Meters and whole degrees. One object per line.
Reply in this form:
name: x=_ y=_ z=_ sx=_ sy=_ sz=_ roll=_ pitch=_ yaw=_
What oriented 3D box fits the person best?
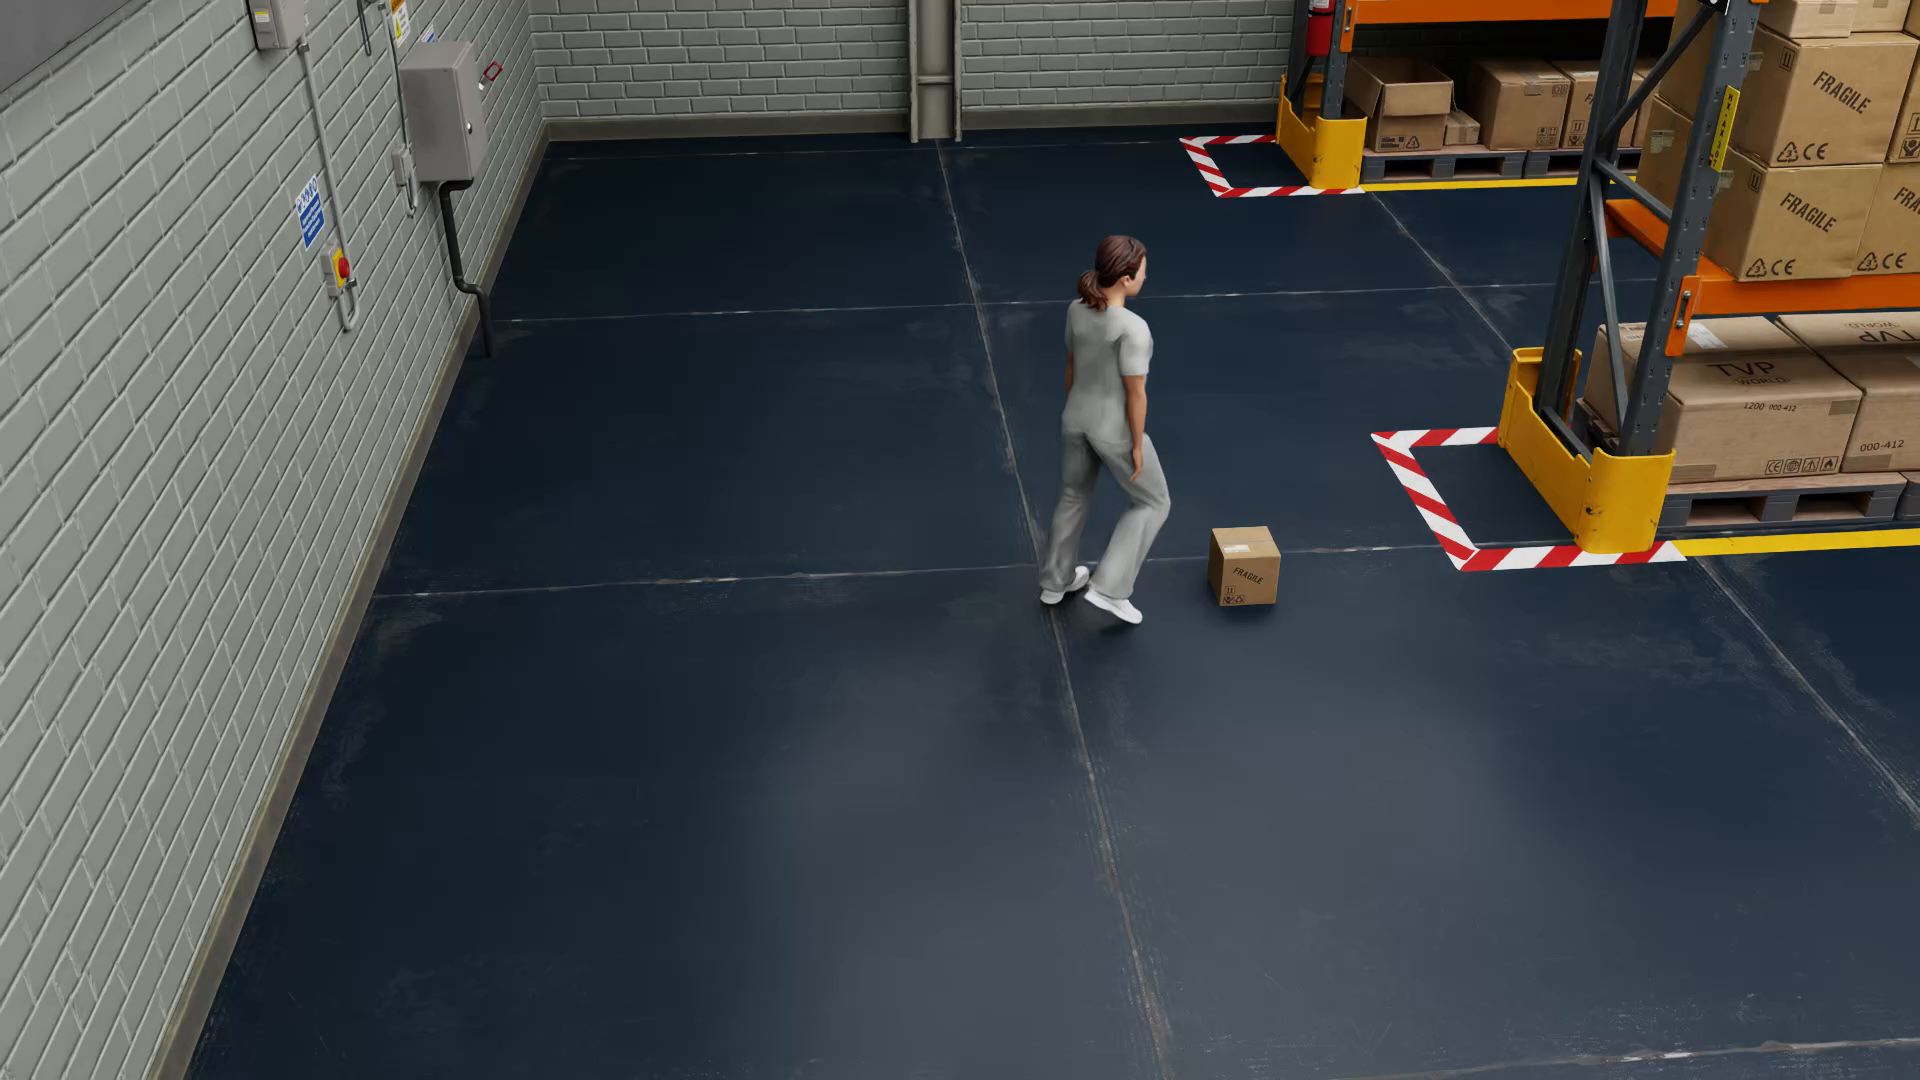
person: x=0.595 y=-0.439 z=6.845 sx=0.497 sy=1.676 sz=0.407 roll=27 pitch=40 yaw=37
